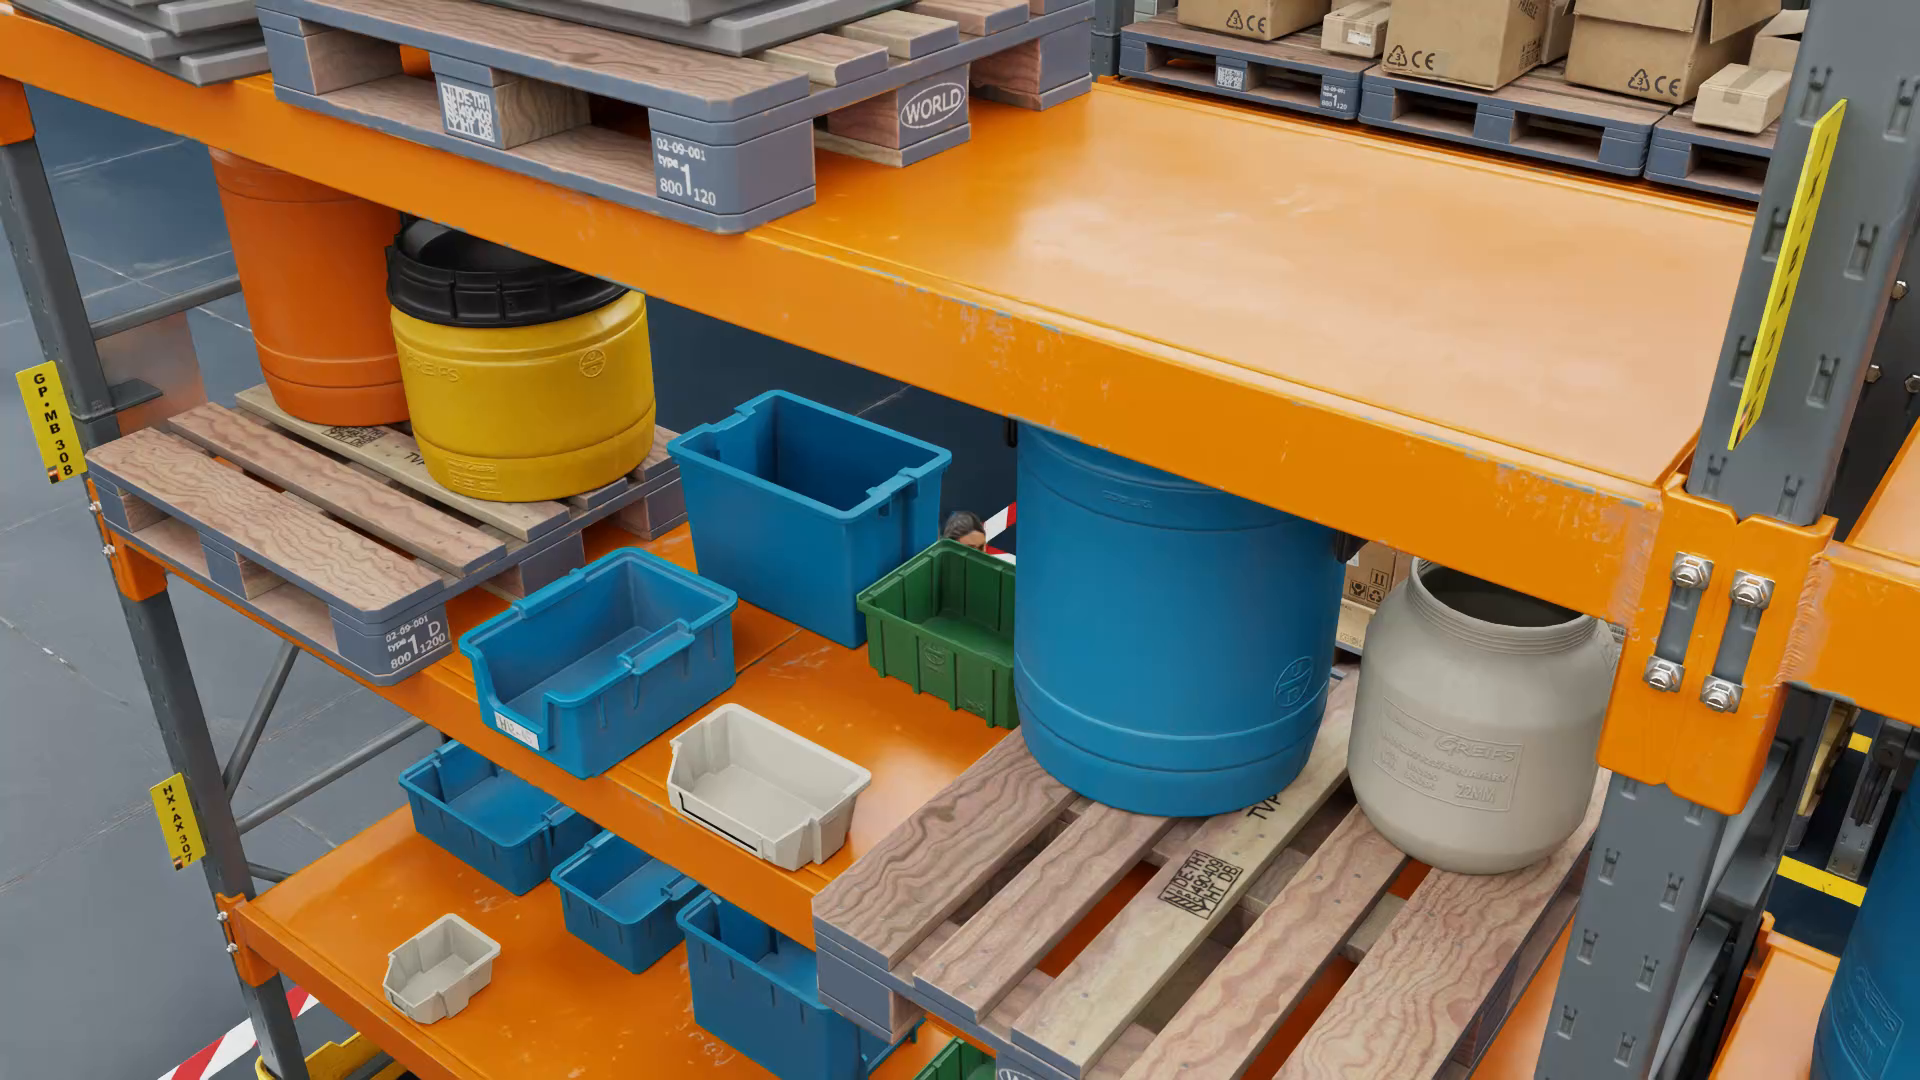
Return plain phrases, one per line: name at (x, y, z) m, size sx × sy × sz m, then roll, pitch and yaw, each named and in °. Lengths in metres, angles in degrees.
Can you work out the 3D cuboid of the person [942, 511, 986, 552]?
person at (-0.041, 0.642, 7.040) m, size 0.550 × 1.601 × 0.800 m, roll 1°, pitch 31°, yaw 2°
